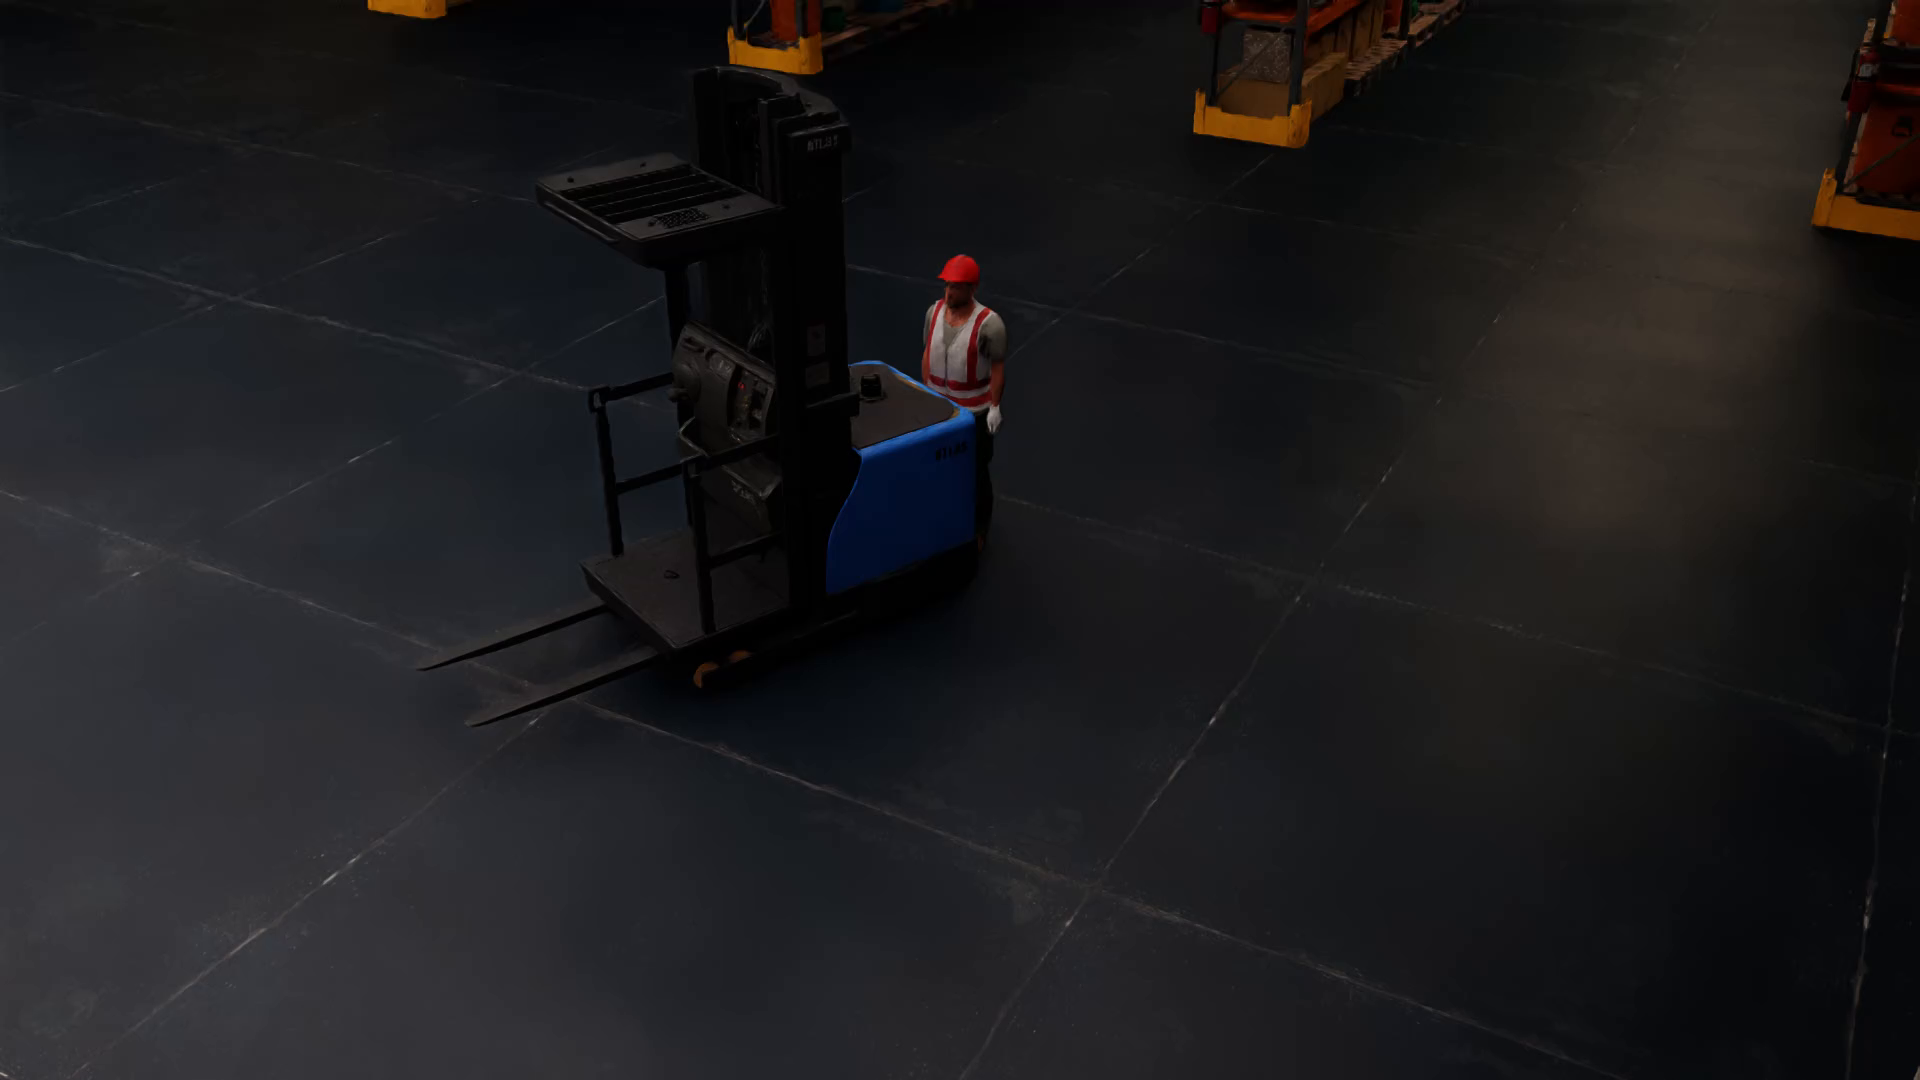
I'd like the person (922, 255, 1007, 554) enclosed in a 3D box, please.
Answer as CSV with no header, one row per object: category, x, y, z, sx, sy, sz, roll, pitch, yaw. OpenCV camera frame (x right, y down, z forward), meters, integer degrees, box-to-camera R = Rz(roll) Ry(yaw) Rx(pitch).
person,-0.009,-0.766,9.539,0.540,1.795,0.349,15,33,25

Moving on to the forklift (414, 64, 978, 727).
forklift,-1.374,-0.772,8.408,3.031,2.935,1.130,-21,36,-32
